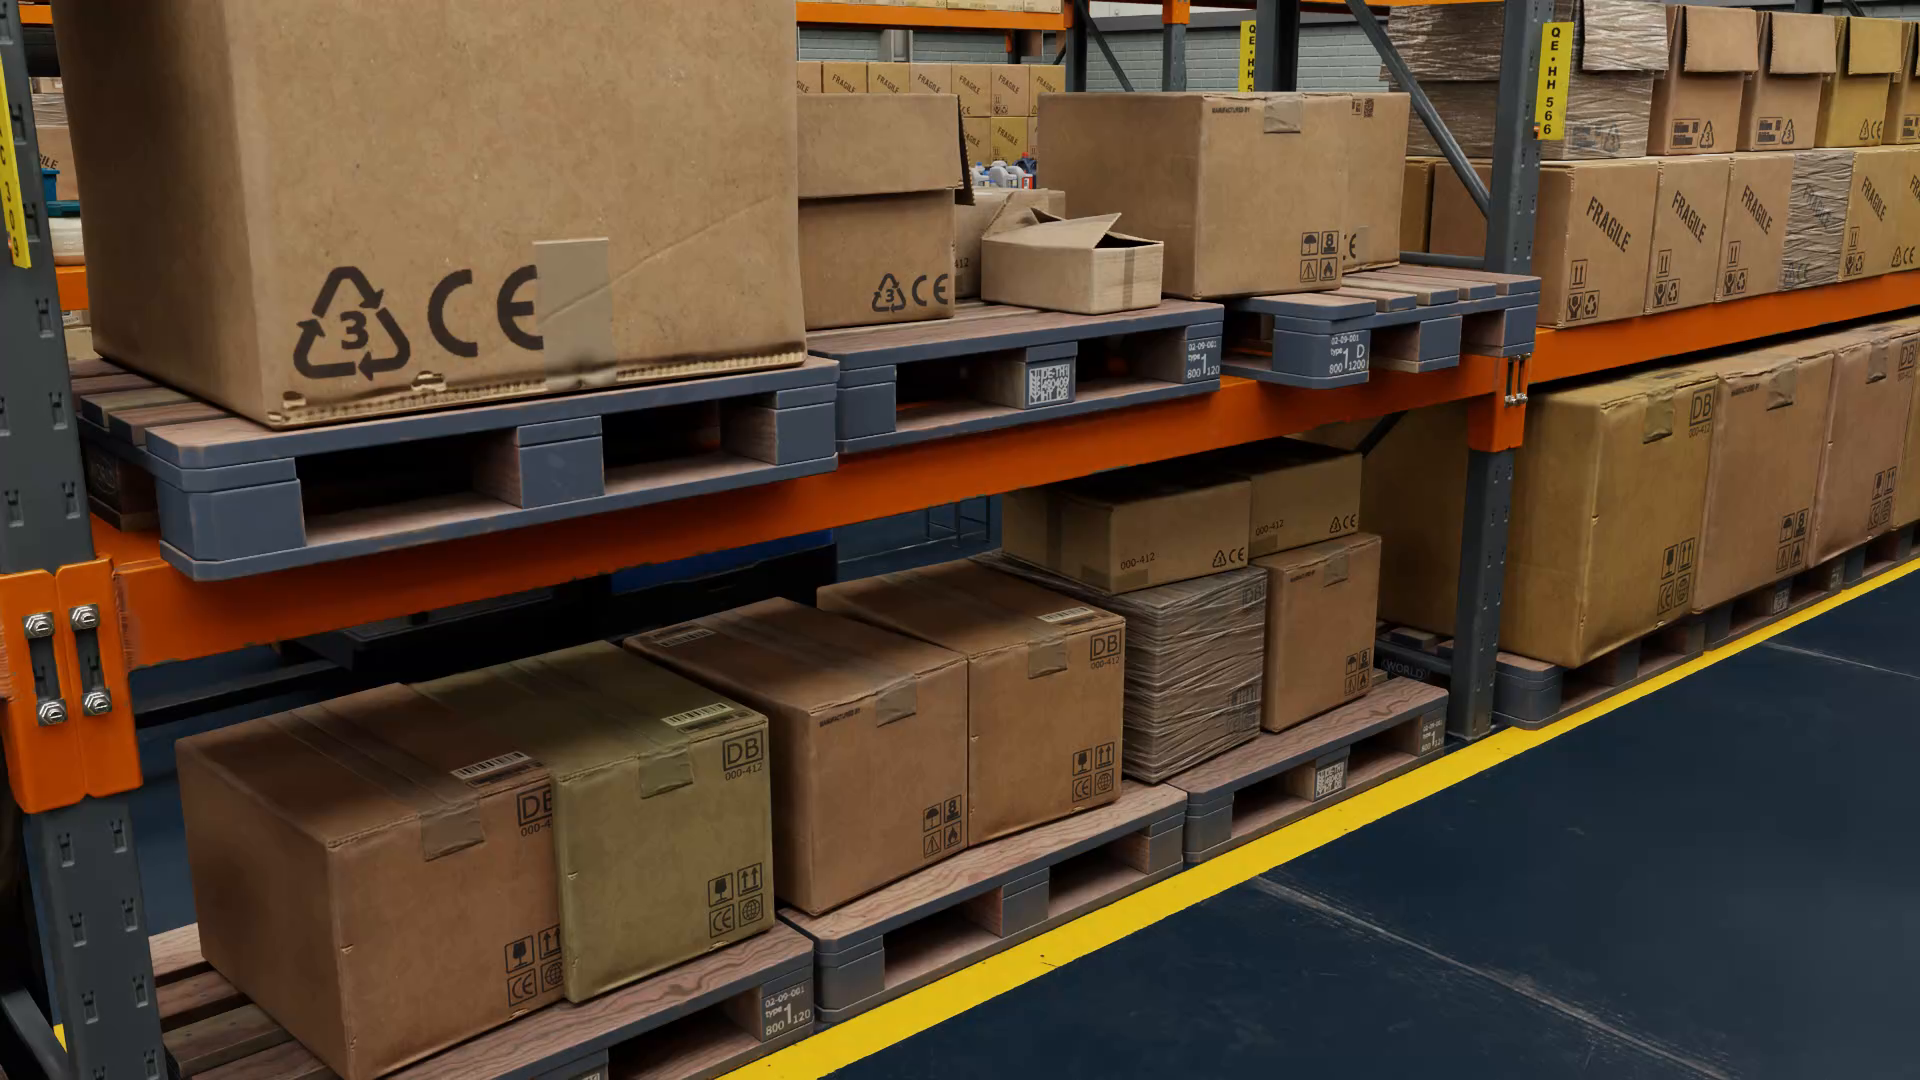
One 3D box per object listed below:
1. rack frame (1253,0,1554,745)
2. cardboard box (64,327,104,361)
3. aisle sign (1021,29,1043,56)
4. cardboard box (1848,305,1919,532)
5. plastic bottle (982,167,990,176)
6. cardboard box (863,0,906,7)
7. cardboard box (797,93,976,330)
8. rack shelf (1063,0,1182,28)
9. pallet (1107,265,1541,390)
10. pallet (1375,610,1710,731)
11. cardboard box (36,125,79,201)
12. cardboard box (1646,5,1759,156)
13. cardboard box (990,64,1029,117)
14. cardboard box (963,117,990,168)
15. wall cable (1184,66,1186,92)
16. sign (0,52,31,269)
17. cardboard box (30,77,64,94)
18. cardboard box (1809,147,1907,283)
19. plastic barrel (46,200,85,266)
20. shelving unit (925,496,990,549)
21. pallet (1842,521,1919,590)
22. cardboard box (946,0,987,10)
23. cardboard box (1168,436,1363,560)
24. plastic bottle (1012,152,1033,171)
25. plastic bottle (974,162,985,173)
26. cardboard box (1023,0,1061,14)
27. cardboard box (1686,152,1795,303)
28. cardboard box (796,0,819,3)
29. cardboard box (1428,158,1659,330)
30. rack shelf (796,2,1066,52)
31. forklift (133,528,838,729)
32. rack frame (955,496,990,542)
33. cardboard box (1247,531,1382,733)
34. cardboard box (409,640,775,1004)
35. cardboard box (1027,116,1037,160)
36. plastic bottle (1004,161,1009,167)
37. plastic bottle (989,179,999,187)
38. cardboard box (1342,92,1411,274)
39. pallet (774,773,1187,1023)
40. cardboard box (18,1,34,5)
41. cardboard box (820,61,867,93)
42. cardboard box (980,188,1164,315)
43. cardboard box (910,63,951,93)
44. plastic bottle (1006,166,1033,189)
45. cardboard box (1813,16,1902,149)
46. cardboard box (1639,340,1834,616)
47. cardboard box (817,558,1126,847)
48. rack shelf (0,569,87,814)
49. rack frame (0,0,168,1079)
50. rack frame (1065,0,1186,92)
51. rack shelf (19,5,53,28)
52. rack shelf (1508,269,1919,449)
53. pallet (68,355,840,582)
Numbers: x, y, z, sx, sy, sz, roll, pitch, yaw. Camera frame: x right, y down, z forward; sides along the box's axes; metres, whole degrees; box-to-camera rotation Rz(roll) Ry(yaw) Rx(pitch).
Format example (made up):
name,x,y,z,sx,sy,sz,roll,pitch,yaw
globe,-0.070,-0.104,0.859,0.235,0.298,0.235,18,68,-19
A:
name,x,y,z,sx,sy,sz,roll,pitch,yaw
rack frame,1.343,-0.904,5.320,0.127,3.000,1.000,-13,19,-39
cardboard box,-6.162,-1.398,11.686,0.500,0.250,0.500,-12,19,-38
aisle sign,0.737,-5.513,17.538,0.004,0.787,0.394,-13,19,-39
cardboard box,3.891,-0.645,7.657,0.875,0.875,1.225,-13,19,-39
plastic bottle,0.171,-2.205,10.440,0.097,0.271,0.097,0,15,0
cardboard box,-0.852,-5.090,15.470,0.500,0.250,0.500,-13,19,-39
cardboard box,-0.427,-0.790,3.883,0.637,0.503,0.797,-10,18,-34
rack shelf,-0.399,-3.308,9.904,4.000,0.370,1.077,-13,19,-39
pallet,0.875,-0.669,4.816,1.003,0.211,1.213,-13,19,-39
pallet,1.987,0.325,6.125,1.213,0.211,1.003,-13,19,-39
cardboard box,-6.412,-2.594,11.454,0.500,0.500,0.500,-14,20,-42
cardboard box,2.399,-1.667,6.041,0.637,0.503,0.797,-12,19,-38
cardboard box,0.342,-4.505,16.671,0.500,0.500,0.500,-12,19,-38
cardboard box,-0.050,-3.935,16.477,0.500,0.500,0.500,-12,19,-39
wall cable,2.125,-7.439,24.178,0.112,2.526,3.097,-13,19,-39
sign,-1.312,-0.540,2.281,0.005,0.325,0.100,-13,19,-39
cardboard box,-8.652,-4.307,15.757,0.380,0.149,0.250,13,20,40
cardboard box,3.420,-1.325,6.703,0.500,0.500,0.500,-13,20,-40
plastic barrel,-3.827,-1.318,7.139,0.301,0.262,0.301,0,15,0
shelving unit,-0.011,-0.577,7.586,0.189,1.200,0.258,-13,19,-39
pallet,3.828,-0.089,7.673,1.213,0.211,1.003,-13,19,-39
cardboard box,-0.089,-5.257,16.095,0.500,0.250,0.500,-13,19,-39
cardboard box,0.857,-0.151,5.043,0.500,0.250,0.500,-12,19,-37
plastic bottle,0.397,-2.299,10.640,0.185,0.351,0.144,-13,19,-39
plastic bottle,0.129,-2.403,11.182,0.097,0.271,0.097,0,15,0
cardboard box,0.664,-5.426,16.731,0.500,0.250,0.500,-13,19,-39
cardboard box,2.660,-1.157,6.074,0.500,0.500,0.500,-13,20,-40
cardboard box,-1.610,-4.921,14.840,0.500,0.250,0.500,-13,19,-39
cardboard box,1.888,-0.981,5.418,0.500,0.500,0.500,-12,19,-38
rack shelf,-0.631,-4.951,16.054,4.000,0.370,1.077,-13,19,-39
forklift,-1.896,-0.939,5.587,3.031,2.935,1.130,-14,20,-42
rack frame,0.058,-0.593,7.644,0.006,1.200,0.240,-13,19,-39
cardboard box,0.851,0.209,5.147,0.500,0.500,0.700,-14,20,-42
cardboard box,-0.825,0.592,3.712,0.500,0.500,0.700,-13,20,-40
cardboard box,0.719,-4.107,17.121,0.500,0.500,0.500,-12,19,-38
plastic bottle,0.303,-2.442,11.329,0.097,0.271,0.097,0,15,0
plastic bottle,0.197,-2.125,10.277,0.097,0.201,0.097,0,15,0
cardboard box,0.962,-1.056,4.882,0.500,0.500,0.500,13,20,40
pallet,-0.167,0.781,4.416,1.213,0.211,1.003,-13,19,-39
cardboard box,-8.777,-5.038,15.119,0.500,0.311,0.500,-13,19,-39
cardboard box,-1.210,-4.154,15.359,0.500,0.500,0.500,-13,20,-41
cardboard box,0.262,-0.707,4.029,0.258,0.266,0.396,-13,20,-41
cardboard box,-0.433,-4.329,16.013,0.500,0.500,0.500,-12,19,-38
plastic bottle,0.368,-2.209,10.446,0.135,0.276,0.152,-13,19,-39
cardboard box,3.359,-1.890,6.877,0.637,0.503,0.797,-12,19,-39
cardboard box,2.555,-0.342,6.523,0.875,0.875,1.225,-13,19,-39
cardboard box,0.018,0.403,4.421,0.500,0.500,0.700,-11,18,-35
rack shelf,-3.183,0.460,1.608,4.000,0.370,1.077,-13,19,-39
rack frame,-1.674,-0.226,2.784,0.127,3.000,1.000,-13,19,-39
rack frame,1.109,-2.545,11.467,0.127,3.000,1.000,-13,19,-39
rack shelf,-9.920,-4.559,14.588,4.000,0.370,1.077,-13,19,-39
rack shelf,2.852,-0.895,6.682,4.000,0.370,1.077,-13,19,-39
pallet,-1.002,-0.234,3.187,1.213,0.211,1.003,-13,19,-39
